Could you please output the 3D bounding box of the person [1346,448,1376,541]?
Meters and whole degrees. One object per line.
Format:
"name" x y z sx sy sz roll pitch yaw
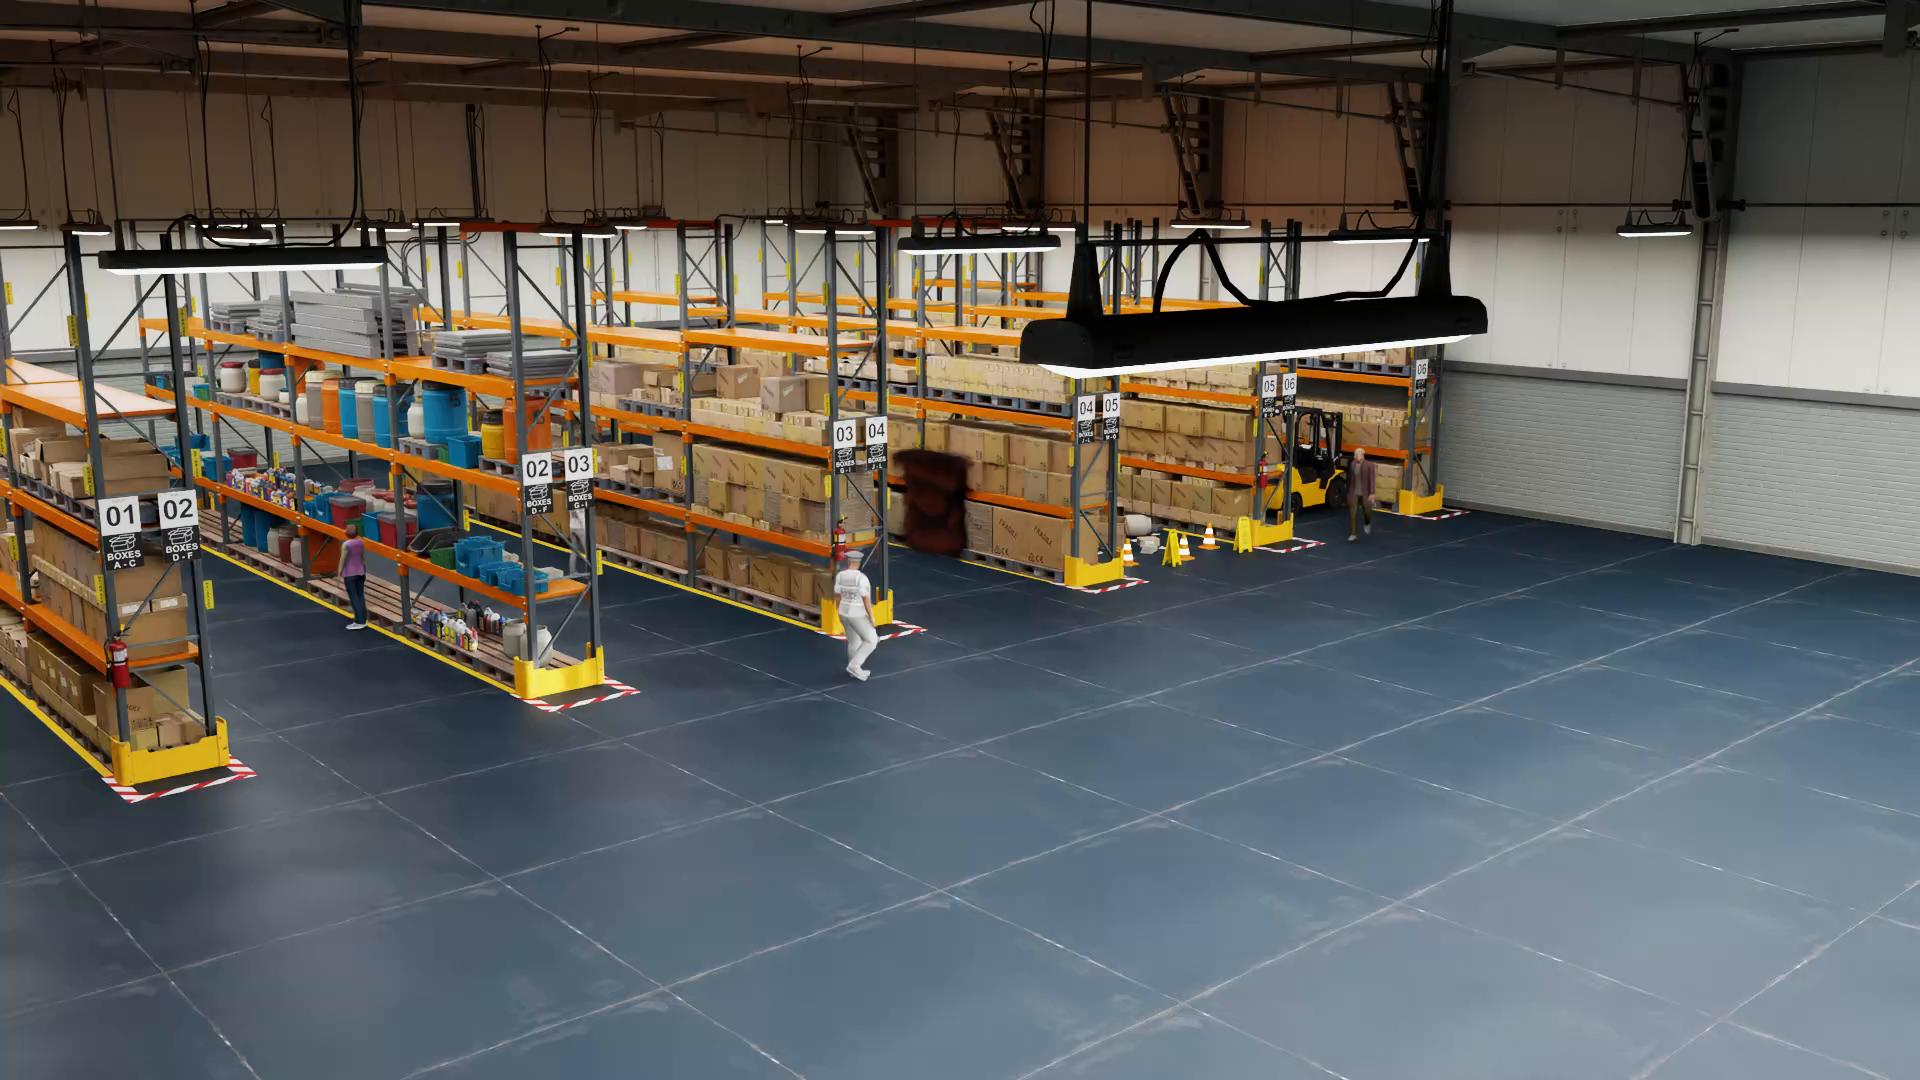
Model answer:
"person" 7.698 -0.894 31.804 0.547 1.769 0.808 5 12 22

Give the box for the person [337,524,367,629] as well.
"person" -9.151 0.566 25.070 0.365 1.630 0.518 6 13 28

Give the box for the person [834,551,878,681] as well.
"person" -1.382 1.022 22.397 0.504 1.751 0.546 -9 14 -37

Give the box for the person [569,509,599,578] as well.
"person" -6.438 -0.152 28.379 0.540 1.665 0.405 10 15 42
